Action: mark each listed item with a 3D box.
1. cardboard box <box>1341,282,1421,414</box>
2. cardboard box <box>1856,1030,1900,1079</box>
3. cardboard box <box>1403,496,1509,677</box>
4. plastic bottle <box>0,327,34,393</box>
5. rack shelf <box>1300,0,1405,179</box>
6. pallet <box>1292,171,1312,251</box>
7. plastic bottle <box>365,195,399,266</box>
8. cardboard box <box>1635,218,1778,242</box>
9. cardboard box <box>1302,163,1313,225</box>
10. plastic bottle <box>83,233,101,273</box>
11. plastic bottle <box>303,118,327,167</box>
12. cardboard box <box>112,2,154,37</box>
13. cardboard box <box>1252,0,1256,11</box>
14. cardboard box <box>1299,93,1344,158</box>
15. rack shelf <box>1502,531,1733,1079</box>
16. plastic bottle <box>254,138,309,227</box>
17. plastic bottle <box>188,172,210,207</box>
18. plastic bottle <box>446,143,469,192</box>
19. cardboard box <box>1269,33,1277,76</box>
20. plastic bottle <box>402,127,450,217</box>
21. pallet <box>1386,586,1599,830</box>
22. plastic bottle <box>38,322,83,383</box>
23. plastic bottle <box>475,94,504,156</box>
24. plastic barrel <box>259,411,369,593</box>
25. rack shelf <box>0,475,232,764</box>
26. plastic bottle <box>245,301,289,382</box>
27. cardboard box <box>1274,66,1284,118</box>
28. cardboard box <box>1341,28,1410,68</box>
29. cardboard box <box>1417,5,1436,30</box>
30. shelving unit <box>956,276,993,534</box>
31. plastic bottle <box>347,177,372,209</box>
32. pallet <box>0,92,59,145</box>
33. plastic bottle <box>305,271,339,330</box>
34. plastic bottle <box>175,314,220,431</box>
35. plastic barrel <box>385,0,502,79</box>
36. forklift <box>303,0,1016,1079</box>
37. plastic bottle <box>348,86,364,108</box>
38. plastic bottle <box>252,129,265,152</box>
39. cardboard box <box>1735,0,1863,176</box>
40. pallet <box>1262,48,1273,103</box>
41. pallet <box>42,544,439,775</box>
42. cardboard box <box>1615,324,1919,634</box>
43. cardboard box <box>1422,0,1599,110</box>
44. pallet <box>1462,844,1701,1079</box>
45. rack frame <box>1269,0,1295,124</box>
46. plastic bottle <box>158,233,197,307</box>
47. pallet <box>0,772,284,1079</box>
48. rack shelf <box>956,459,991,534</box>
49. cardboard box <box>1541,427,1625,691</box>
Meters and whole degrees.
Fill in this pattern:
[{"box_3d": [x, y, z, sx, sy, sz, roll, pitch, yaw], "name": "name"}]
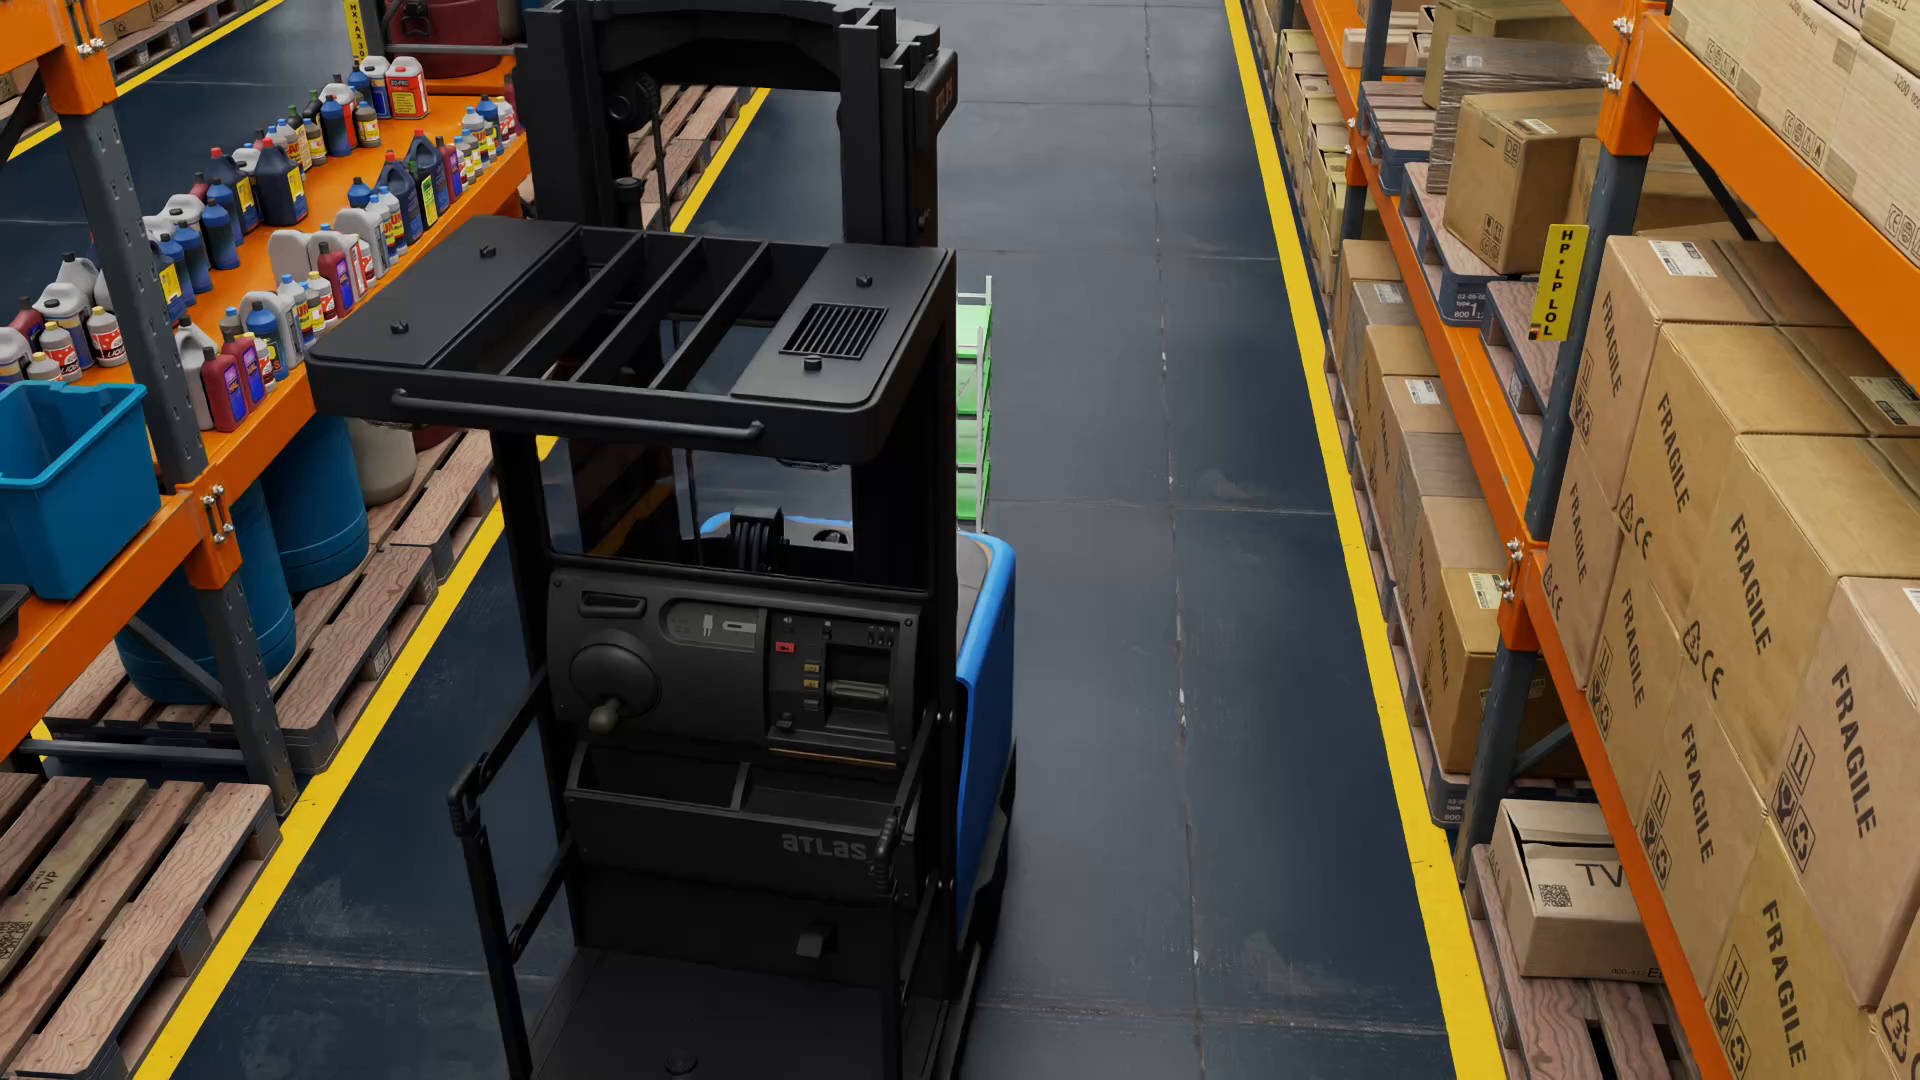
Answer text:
[{"box_3d": [2.096, -0.875, 7.774, 0.500, 0.500, 0.500, 1, 32, 2], "name": "cardboard box"}, {"box_3d": [1.654, 1.111, 2.493, 0.500, 0.500, 0.500, 3, 32, 4], "name": "cardboard box"}, {"box_3d": [1.933, 0.188, 6.049, 0.500, 0.500, 0.500, 3, 32, 4], "name": "cardboard box"}, {"box_3d": [-3.097, -0.541, 5.387, 0.152, 0.276, 0.135, 2, 32, 4], "name": "plastic bottle"}, {"box_3d": [2.618, -2.991, 9.931, 1.077, 0.370, 4.000, 2, 32, 4], "name": "rack shelf"}, {"box_3d": [2.663, -2.130, 10.505, 1.003, 0.211, 1.213, 2, 32, 4], "name": "pallet"}, {"box_3d": [-2.259, -1.210, 6.477, 0.097, 0.271, 0.097, 0, 32, 0], "name": "plastic bottle"}, {"box_3d": [2.391, -0.620, 4.901, 0.700, 0.500, 0.500, -8, 33, -13], "name": "cardboard box"}, {"box_3d": [2.337, -2.078, 9.984, 0.500, 0.250, 0.500, 3, 32, 5], "name": "cardboard box"}, {"box_3d": [-3.043, -0.944, 5.970, 0.144, 0.351, 0.185, 2, 32, 4], "name": "plastic bottle"}, {"box_3d": [-2.924, -1.797, 7.497, 0.097, 0.201, 0.097, 0, 32, 0], "name": "plastic bottle"}, {"box_3d": [-6.981, -4.391, 13.498, 0.500, 0.500, 0.500, 13, 34, 19], "name": "cardboard box"}, {"box_3d": [2.763, -4.649, 14.156, 0.500, 0.250, 0.500, 2, 32, 4], "name": "cardboard box"}, {"box_3d": [2.375, -2.581, 10.265, 0.500, 0.311, 0.500, 3, 32, 5], "name": "cardboard box"}, {"box_3d": [1.967, 1.192, 3.143, 1.077, 0.370, 4.000, 2, 32, 4], "name": "rack shelf"}, {"box_3d": [-2.806, -1.487, 6.851, 0.144, 0.351, 0.185, 2, 32, 4], "name": "plastic bottle"}, {"box_3d": [-3.023, -1.313, 6.633, 0.061, 0.283, 0.133, 2, 32, 4], "name": "plastic bottle"}, {"box_3d": [-2.191, -1.615, 7.200, 0.097, 0.201, 0.097, 0, 32, 0], "name": "plastic bottle"}, {"box_3d": [2.601, -3.604, 12.459, 0.500, 0.250, 0.500, 2, 32, 4], "name": "cardboard box"}, {"box_3d": [-2.237, -1.536, 6.930, 0.144, 0.351, 0.185, 2, 32, 4], "name": "plastic bottle"}, {"box_3d": [2.158, 0.600, 6.075, 1.003, 0.211, 1.213, 2, 32, 4], "name": "pallet"}, {"box_3d": [-3.043, -0.638, 5.616, 0.097, 0.201, 0.097, 0, 32, 0], "name": "plastic bottle"}, {"box_3d": [-2.151, -1.899, 7.595, 0.097, 0.271, 0.097, 0, 32, 0], "name": "plastic bottle"}, {"box_3d": [-2.688, -0.313, 6.499, 0.600, 0.901, 0.708, 2, 32, 4], "name": "plastic barrel"}, {"box_3d": [-2.970, 0.978, 3.489, 1.077, 0.370, 4.000, 2, 32, 4], "name": "rack shelf"}, {"box_3d": [-2.342, -0.674, 5.608, 0.097, 0.271, 0.097, 0, 32, 0], "name": "plastic bottle"}, {"box_3d": [2.501, -3.151, 11.725, 0.500, 0.250, 0.500, 2, 32, 3], "name": "cardboard box"}, {"box_3d": [2.253, -2.627, 8.893, 0.380, 0.149, 0.250, 2, 32, 4], "name": "cardboard box"}, {"box_3d": [2.721, -2.673, 8.814, 0.500, 0.311, 0.500, 2, 32, 3], "name": "cardboard box"}, {"box_3d": [-0.013, -0.424, 6.795, 0.258, 1.200, 0.503, 2, 32, 4], "name": "shelving unit"}, {"box_3d": [-2.386, -1.318, 6.652, 0.097, 0.271, 0.097, 0, 32, 0], "name": "plastic bottle"}, {"box_3d": [-7.154, -3.174, 12.200, 1.003, 0.211, 1.213, 2, 32, 4], "name": "pallet"}, {"box_3d": [-2.307, -0.868, 5.988, 0.097, 0.201, 0.097, 0, 32, 0], "name": "plastic bottle"}, {"box_3d": [-2.452, -0.544, 5.321, 0.144, 0.351, 0.185, 2, 32, 4], "name": "plastic bottle"}, {"box_3d": [-2.745, -2.779, 8.771, 0.600, 0.536, 0.708, 2, 32, 4], "name": "plastic barrel"}, {"box_3d": [-0.598, 0.363, 3.868, 1.130, 2.935, 3.031, 6, 32, 9], "name": "forklift"}, {"box_3d": [-2.883, -2.058, 7.920, 0.097, 0.201, 0.097, 0, 32, 0], "name": "plastic bottle"}, {"box_3d": [-2.978, -1.601, 7.100, 0.061, 0.283, 0.133, 2, 32, 4], "name": "plastic bottle"}, {"box_3d": [1.799, -0.868, 3.084, 0.500, 0.250, 0.500, 2, 32, 4], "name": "cardboard box"}, {"box_3d": [2.888, -3.571, 12.842, 1.003, 0.211, 1.213, 2, 32, 4], "name": "pallet"}, {"box_3d": [-2.703, 0.412, 6.381, 1.003, 0.211, 1.213, 2, 32, 4], "name": "pallet"}, {"box_3d": [1.769, -0.124, 3.544, 0.500, 0.500, 0.500, 2, 32, 2], "name": "cardboard box"}, {"box_3d": [2.516, -2.139, 7.366, 0.700, 0.500, 0.500, -8, 33, -13], "name": "cardboard box"}, {"box_3d": [2.073, 1.386, 4.800, 1.003, 0.211, 1.213, 2, 32, 4], "name": "pallet"}, {"box_3d": [2.781, -4.344, 11.439, 1.000, 3.000, 0.127, 2, 32, 4], "name": "rack frame"}, {"box_3d": [-2.900, -0.998, 6.133, 0.097, 0.271, 0.097, 0, 32, 0], "name": "plastic bottle"}, {"box_3d": [-2.828, 1.199, 5.103, 1.003, 0.211, 1.213, 2, 32, 4], "name": "pallet"}, {"box_3d": [-0.013, -0.166, 6.954, 0.258, 0.148, 0.480, 2, 32, 4], "name": "rack shelf"}, {"box_3d": [1.817, 0.052, 4.211, 0.500, 0.500, 0.500, 3, 32, 5], "name": "cardboard box"}]
